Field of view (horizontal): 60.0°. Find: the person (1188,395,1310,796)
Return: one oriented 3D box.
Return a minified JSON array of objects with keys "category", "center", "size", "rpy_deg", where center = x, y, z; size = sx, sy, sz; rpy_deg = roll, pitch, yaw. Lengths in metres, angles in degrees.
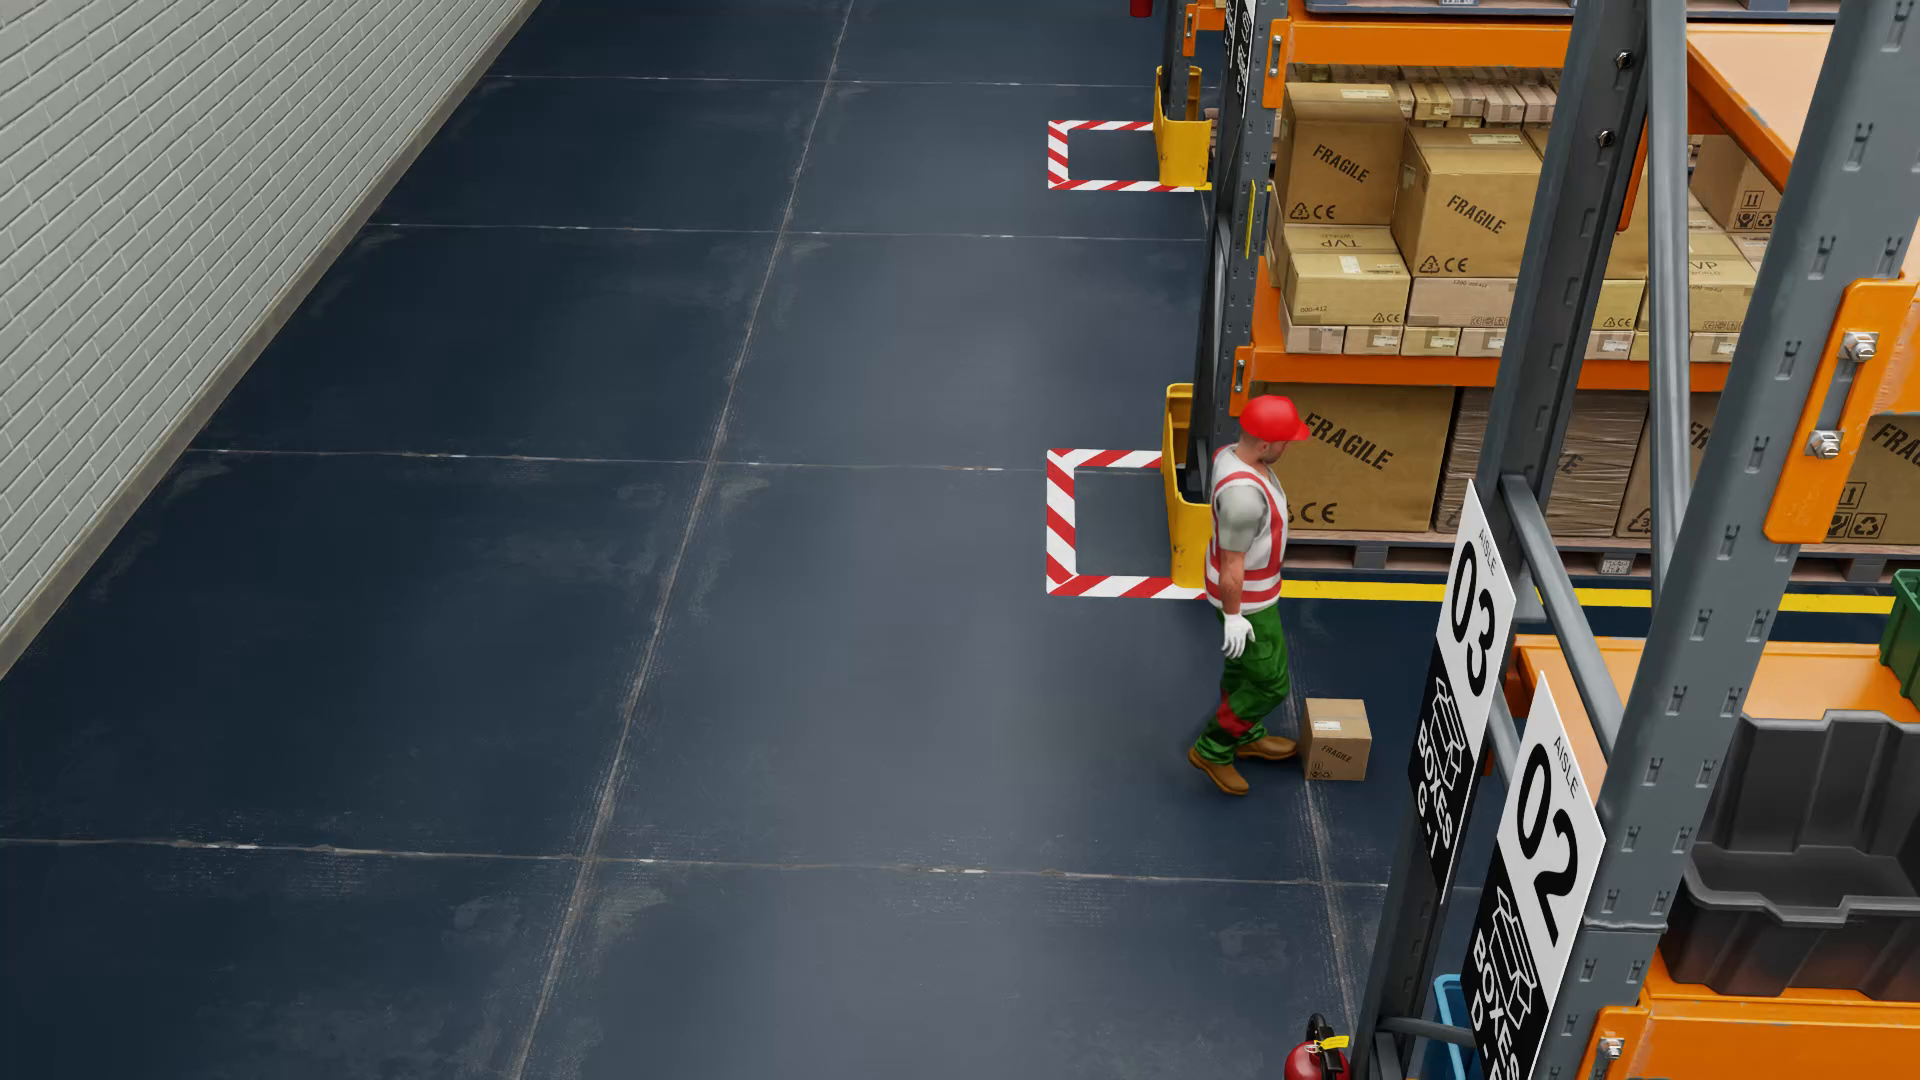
[{"category":"person","center":[1.227,0.217,6.756],"size":[0.500,1.785,0.581],"rpy_deg":[4,36,5]}]
